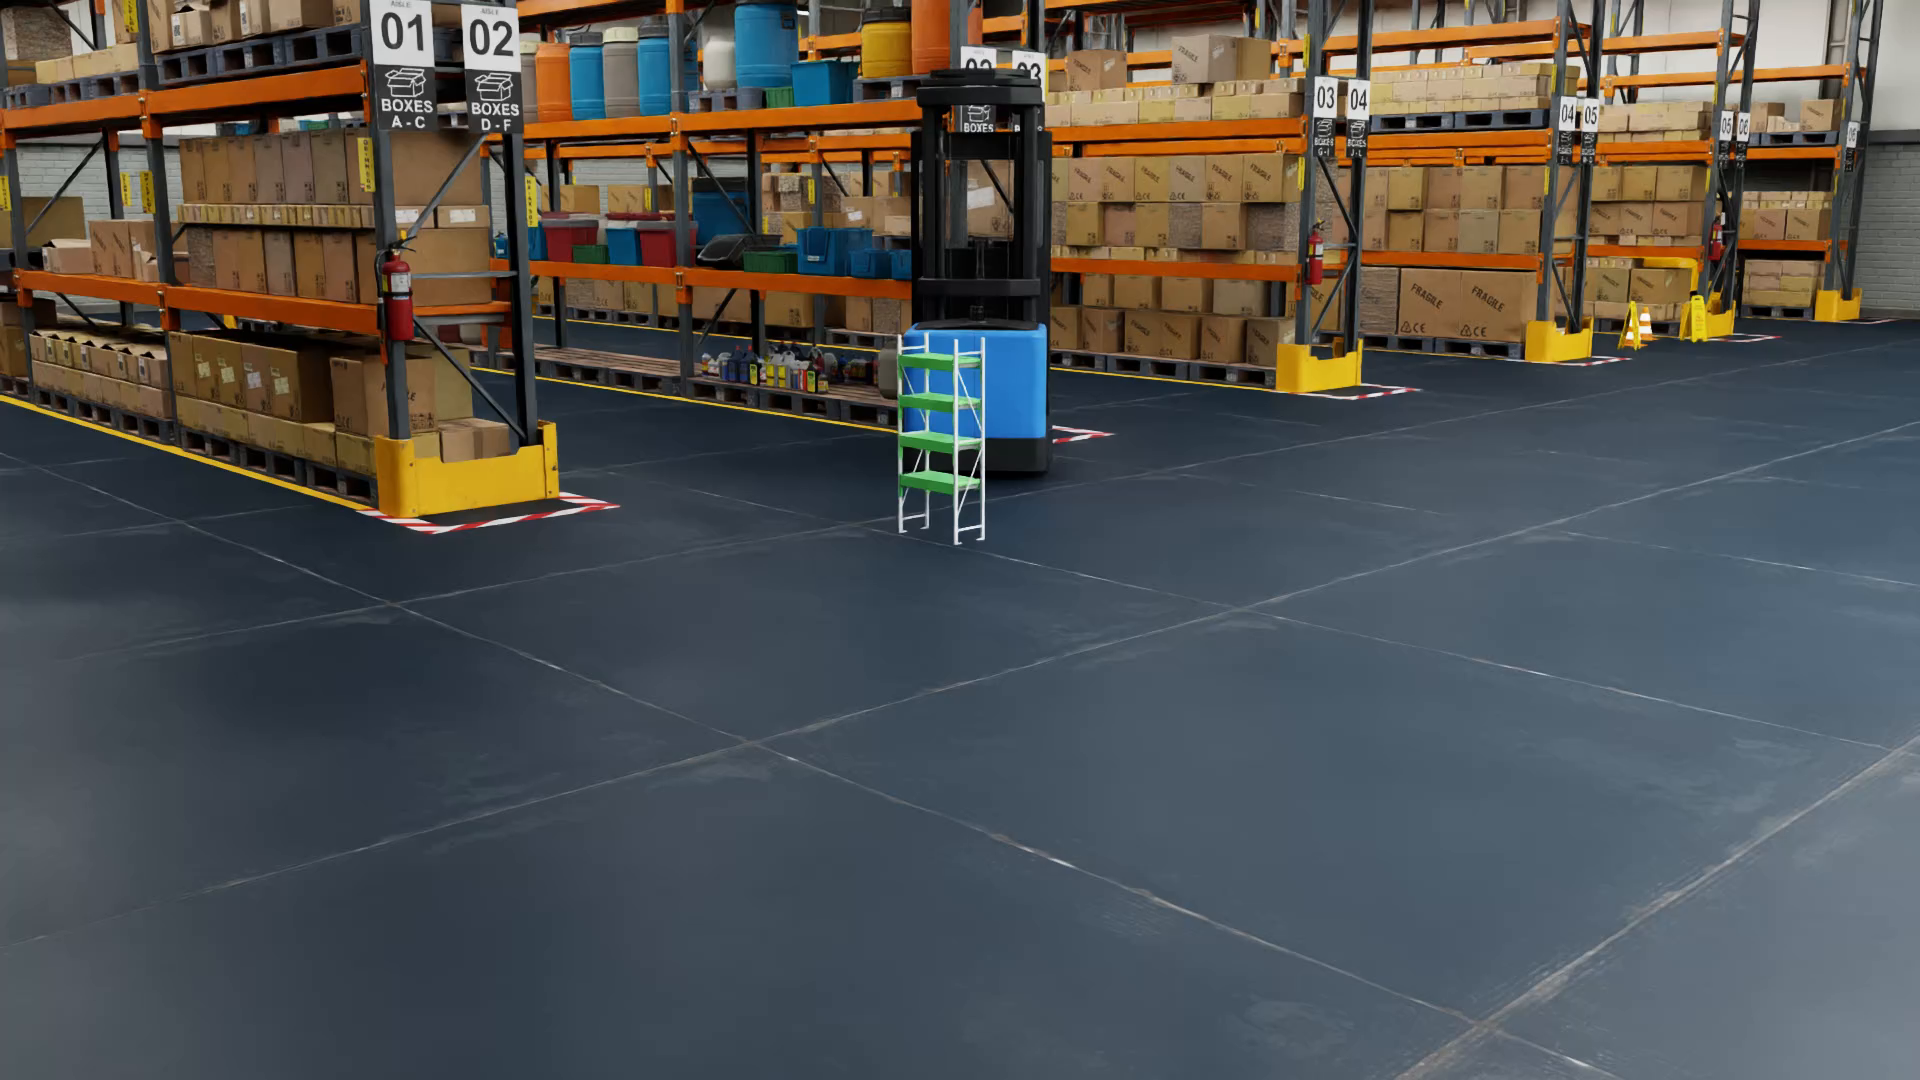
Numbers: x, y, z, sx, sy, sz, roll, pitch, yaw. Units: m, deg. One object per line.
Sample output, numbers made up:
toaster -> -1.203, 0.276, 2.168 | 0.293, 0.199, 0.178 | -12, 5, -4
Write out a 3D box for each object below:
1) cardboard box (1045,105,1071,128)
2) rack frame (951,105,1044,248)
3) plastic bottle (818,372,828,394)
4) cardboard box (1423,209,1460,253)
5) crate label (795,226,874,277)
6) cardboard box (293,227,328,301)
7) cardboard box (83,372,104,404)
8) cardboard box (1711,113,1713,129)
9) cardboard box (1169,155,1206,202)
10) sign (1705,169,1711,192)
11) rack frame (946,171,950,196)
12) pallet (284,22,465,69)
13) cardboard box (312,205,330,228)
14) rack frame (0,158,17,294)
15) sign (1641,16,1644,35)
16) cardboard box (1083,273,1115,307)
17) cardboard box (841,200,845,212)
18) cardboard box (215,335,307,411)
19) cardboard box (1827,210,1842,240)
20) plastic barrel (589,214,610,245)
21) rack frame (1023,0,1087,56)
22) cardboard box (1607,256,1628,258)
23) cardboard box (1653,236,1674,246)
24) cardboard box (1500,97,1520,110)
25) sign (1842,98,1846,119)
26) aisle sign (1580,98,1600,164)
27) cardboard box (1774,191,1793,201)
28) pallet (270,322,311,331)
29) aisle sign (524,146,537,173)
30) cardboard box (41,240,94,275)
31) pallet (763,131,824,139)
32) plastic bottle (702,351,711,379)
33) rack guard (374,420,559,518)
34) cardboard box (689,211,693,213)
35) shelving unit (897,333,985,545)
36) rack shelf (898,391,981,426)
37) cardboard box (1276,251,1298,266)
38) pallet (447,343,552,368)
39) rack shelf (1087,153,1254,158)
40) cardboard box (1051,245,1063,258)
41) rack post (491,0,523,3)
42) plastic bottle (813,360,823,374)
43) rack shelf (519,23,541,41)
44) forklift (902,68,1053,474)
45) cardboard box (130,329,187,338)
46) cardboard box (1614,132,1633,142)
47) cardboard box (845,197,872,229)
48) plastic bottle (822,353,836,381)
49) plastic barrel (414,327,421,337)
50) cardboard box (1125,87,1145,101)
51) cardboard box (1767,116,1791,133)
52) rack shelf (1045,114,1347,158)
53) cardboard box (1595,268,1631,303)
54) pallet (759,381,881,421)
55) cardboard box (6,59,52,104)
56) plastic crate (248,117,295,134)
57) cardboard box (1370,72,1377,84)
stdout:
cardboard box -> 1.263, -4.970, 19.540 | 0.500, 0.250, 0.500 | 11, 16, 43
rack frame -> 0.318, -2.402, 14.136 | 1.000, 3.000, 0.127 | -11, 16, -43
plastic bottle -> -1.268, -1.454, 15.379 | 0.097, 0.201, 0.097 | 0, 12, 0
cardboard box -> 6.577, -4.066, 21.843 | 0.875, 0.550, 0.550 | -11, 16, -43
crate label -> -1.149, -2.650, 15.254 | 0.502, 0.435, 0.616 | -11, 16, -43
cardboard box -> -4.285, -1.980, 11.842 | 0.700, 0.500, 0.500 | -11, 16, -42
cardboard box -> -7.578, -1.398, 15.038 | 0.500, 0.250, 0.500 | -10, 16, -41
cardboard box -> 10.913, -6.125, 24.408 | 0.500, 0.250, 0.500 | -11, 16, -44
cardboard box -> 2.649, -3.968, 18.274 | 0.500, 0.500, 0.500 | -11, 16, -43
sign -> 10.652, -5.121, 23.679 | 0.100, 0.325, 0.005 | -11, 16, -43
rack frame -> 0.018, -6.808, 35.523 | 1.000, 3.000, 0.127 | -11, 16, -43
pallet -> -3.737, -3.245, 11.013 | 1.003, 0.211, 1.213 | -11, 16, -43
cardboard box -> -4.200, -2.220, 11.400 | 0.380, 0.149, 0.250 | -11, 16, -42
rack frame -> -11.554, -3.464, 19.289 | 1.000, 3.000, 0.127 | -11, 16, -43
sign -> 12.311, -9.296, 30.025 | 0.100, 0.325, 0.005 | -11, 16, -43
cardboard box -> 2.388, -3.939, 26.129 | 1.050, 0.750, 0.750 | -11, 16, -43
cardboard box -> -1.968, -5.894, 30.103 | 0.500, 0.500, 0.500 | -11, 16, -43
cardboard box -> -5.245, -1.265, 12.533 | 0.500, 0.500, 0.500 | -11, 16, -43
cardboard box -> 14.514, -5.325, 28.078 | 0.500, 0.500, 0.500 | -10, 15, -41
plastic barrel -> -4.051, -3.442, 18.909 | 0.421, 0.512, 0.421 | 0, 12, 0
rack frame -> 1.138, -6.614, 19.715 | 1.000, 3.000, 0.127 | -11, 16, -43
cardboard box -> 12.000, -4.983, 29.962 | 0.500, 0.250, 0.500 | -11, 16, -43
cardboard box -> 10.399, -4.396, 24.439 | 0.380, 0.149, 0.250 | -11, 16, -43
cardboard box -> 6.909, -5.408, 20.625 | 0.380, 0.149, 0.250 | -11, 16, -42
sign -> 14.253, -6.956, 26.808 | 0.100, 0.325, 0.005 | -11, 16, -43
aisle sign -> 7.823, -5.073, 20.660 | 0.394, 0.787, 0.004 | -11, 16, -43
cardboard box -> 13.862, -5.767, 27.876 | 0.380, 0.149, 0.250 | -10, 16, -41
pallet -> -9.352, -3.068, 24.277 | 1.003, 0.211, 1.213 | -11, 16, -43
aisle sign -> -7.416, -6.669, 28.406 | 0.394, 0.787, 0.004 | -11, 16, -43
cardboard box -> -8.314, -2.679, 15.700 | 0.500, 0.311, 0.500 | -11, 16, -43
pallet -> -2.108, -5.723, 23.290 | 1.213, 0.211, 1.003 | -10, 15, -40
plastic bottle -> -2.541, -1.757, 16.679 | 0.097, 0.271, 0.097 | 0, 12, 0
rack guard -> -3.251, -0.484, 11.024 | 1.175, 0.500, 0.348 | -11, 16, -43
cardboard box -> -3.902, -4.717, 25.126 | 0.500, 0.500, 0.500 | -11, 16, -42
shelving unit -> -0.114, -0.612, 9.908 | 0.258, 1.200, 0.503 | -11, 16, -43
rack shelf -> -0.114, -0.784, 9.872 | 0.258, 0.148, 0.480 | -11, 16, -43
cardboard box -> 3.554, -2.982, 17.574 | 0.380, 0.149, 0.250 | -11, 16, -43
pallet -> -5.781, -2.313, 20.615 | 1.003, 0.211, 1.213 | -11, 16, -43
rack shelf -> 4.162, -7.049, 31.043 | 1.077, 0.370, 4.000 | -11, 16, -43
cardboard box -> 1.232, -3.441, 19.804 | 0.380, 0.149, 0.250 | -11, 16, -43
rack post -> -3.867, -6.297, 17.681 | 1.013, 1.000, 3.121 | -11, 16, -43
plastic bottle -> -1.345, -1.549, 15.640 | 0.061, 0.283, 0.133 | -11, 16, -43
rack shelf -> -6.588, -6.251, 20.728 | 1.077, 0.370, 4.000 | -11, 16, -43
forklift -> 0.177, -2.167, 13.167 | 1.130, 2.935, 3.031 | 1, 12, 3
cardboard box -> -7.542, -1.822, 15.707 | 0.500, 0.311, 0.500 | -11, 16, -43
cardboard box -> 9.931, -5.984, 24.710 | 0.380, 0.149, 0.250 | -11, 16, -43
cardboard box -> -1.223, -4.441, 22.746 | 0.500, 0.500, 0.500 | 9, 15, 38
plastic bottle -> -1.326, -1.714, 16.457 | 0.152, 0.276, 0.135 | -11, 16, -42
plastic barrel -> -7.117, -3.146, 21.908 | 0.600, 0.901, 0.708 | -11, 16, -43
cardboard box -> 2.067, -4.991, 18.655 | 0.380, 0.149, 0.250 | -11, 16, -44
cardboard box -> 13.688, -6.939, 27.769 | 0.396, 0.266, 0.258 | -11, 16, -42
rack shelf -> 2.519, -4.501, 18.673 | 1.077, 0.370, 4.000 | -11, 16, -43
cardboard box -> 9.963, -3.856, 25.107 | 0.500, 0.500, 0.500 | -10, 15, -40
pallet -> -1.164, -1.338, 15.883 | 1.003, 0.211, 1.213 | -11, 16, -43
cardboard box -> -9.118, -4.457, 16.429 | 0.910, 0.500, 0.500 | -11, 16, -43
plastic crate -> -9.875, -5.915, 23.906 | 0.504, 0.338, 0.767 | -11, 16, -43
cardboard box -> 5.506, -6.095, 21.984 | 0.380, 0.149, 0.250 | -11, 16, -42
